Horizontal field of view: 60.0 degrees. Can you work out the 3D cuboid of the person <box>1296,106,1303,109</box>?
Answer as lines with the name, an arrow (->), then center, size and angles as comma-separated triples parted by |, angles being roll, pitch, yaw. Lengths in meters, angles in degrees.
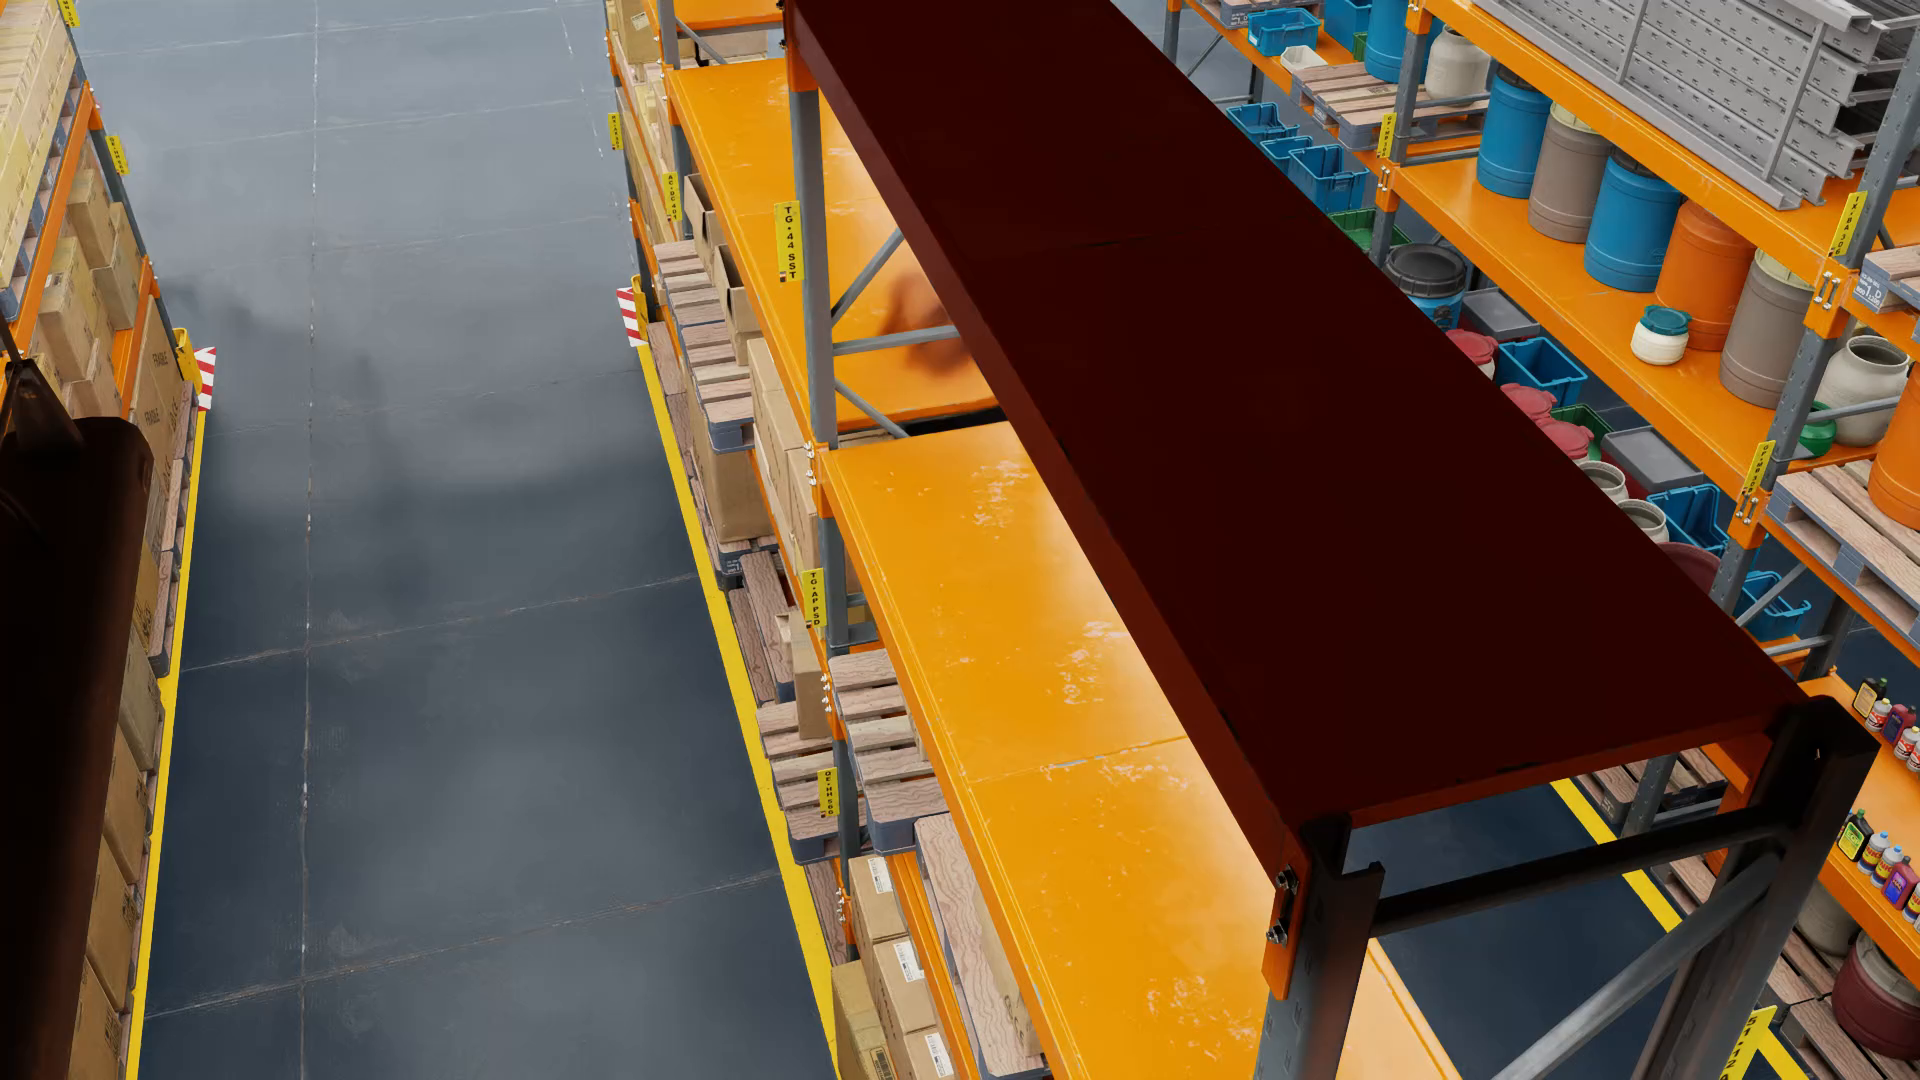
person -> 4.291, -5.567, 18.411 | 0.926, 1.796, 0.665 | 9, 39, 11

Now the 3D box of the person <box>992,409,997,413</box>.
person -> -0.037, -0.805, 12.431 | 0.709, 1.741, 0.799 | -10, 40, -13
